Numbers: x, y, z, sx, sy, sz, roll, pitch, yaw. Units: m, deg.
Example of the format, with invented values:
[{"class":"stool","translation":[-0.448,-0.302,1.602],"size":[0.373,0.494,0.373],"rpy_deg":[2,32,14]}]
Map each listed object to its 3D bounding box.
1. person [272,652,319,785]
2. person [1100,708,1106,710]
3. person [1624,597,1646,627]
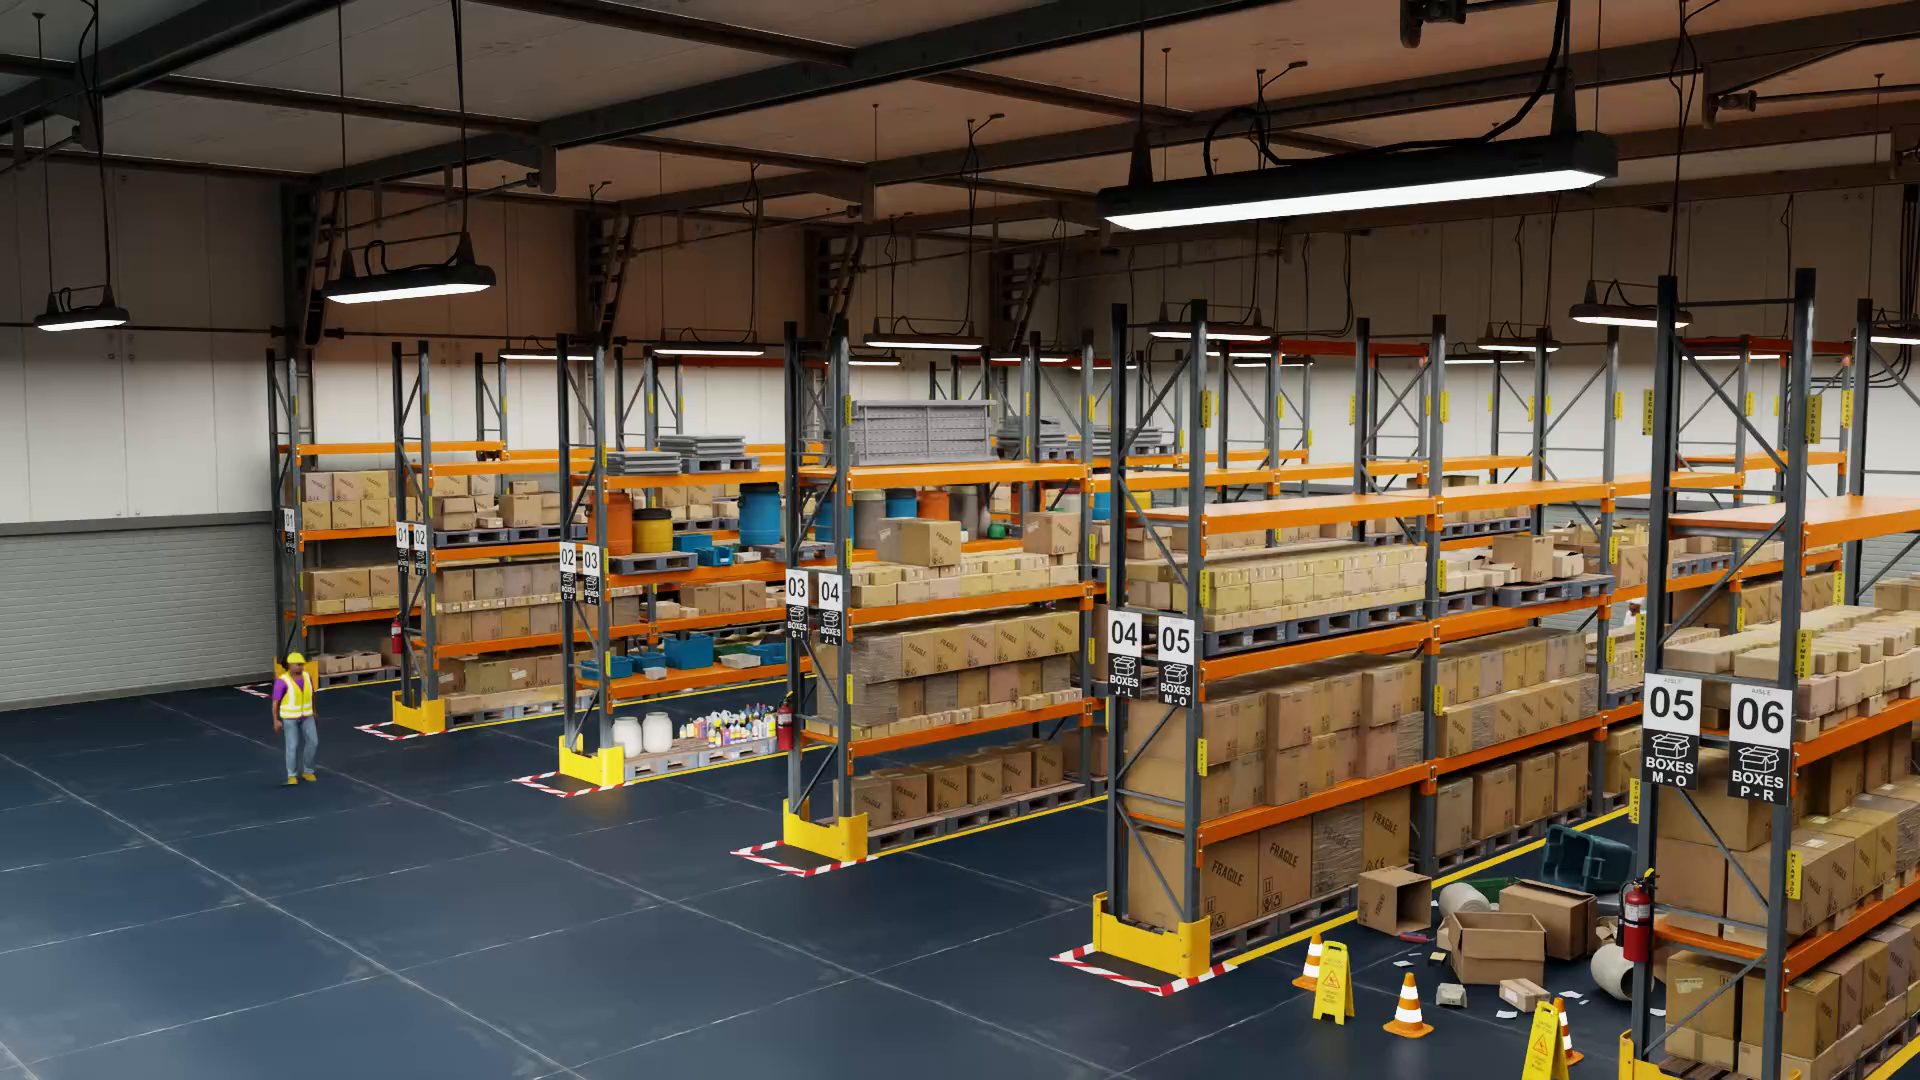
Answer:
[{"class":"person","translation":[-8.854,2.405,22.210],"size":[0.403,1.829,0.665],"rpy_deg":[4,6,38]},{"class":"person","translation":[2.482,1.936,27.424],"size":[0.665,1.669,1.017],"rpy_deg":[4,6,37]},{"class":"person","translation":[11.703,1.825,28.791],"size":[0.994,1.746,0.605],"rpy_deg":[-5,7,-42]}]
